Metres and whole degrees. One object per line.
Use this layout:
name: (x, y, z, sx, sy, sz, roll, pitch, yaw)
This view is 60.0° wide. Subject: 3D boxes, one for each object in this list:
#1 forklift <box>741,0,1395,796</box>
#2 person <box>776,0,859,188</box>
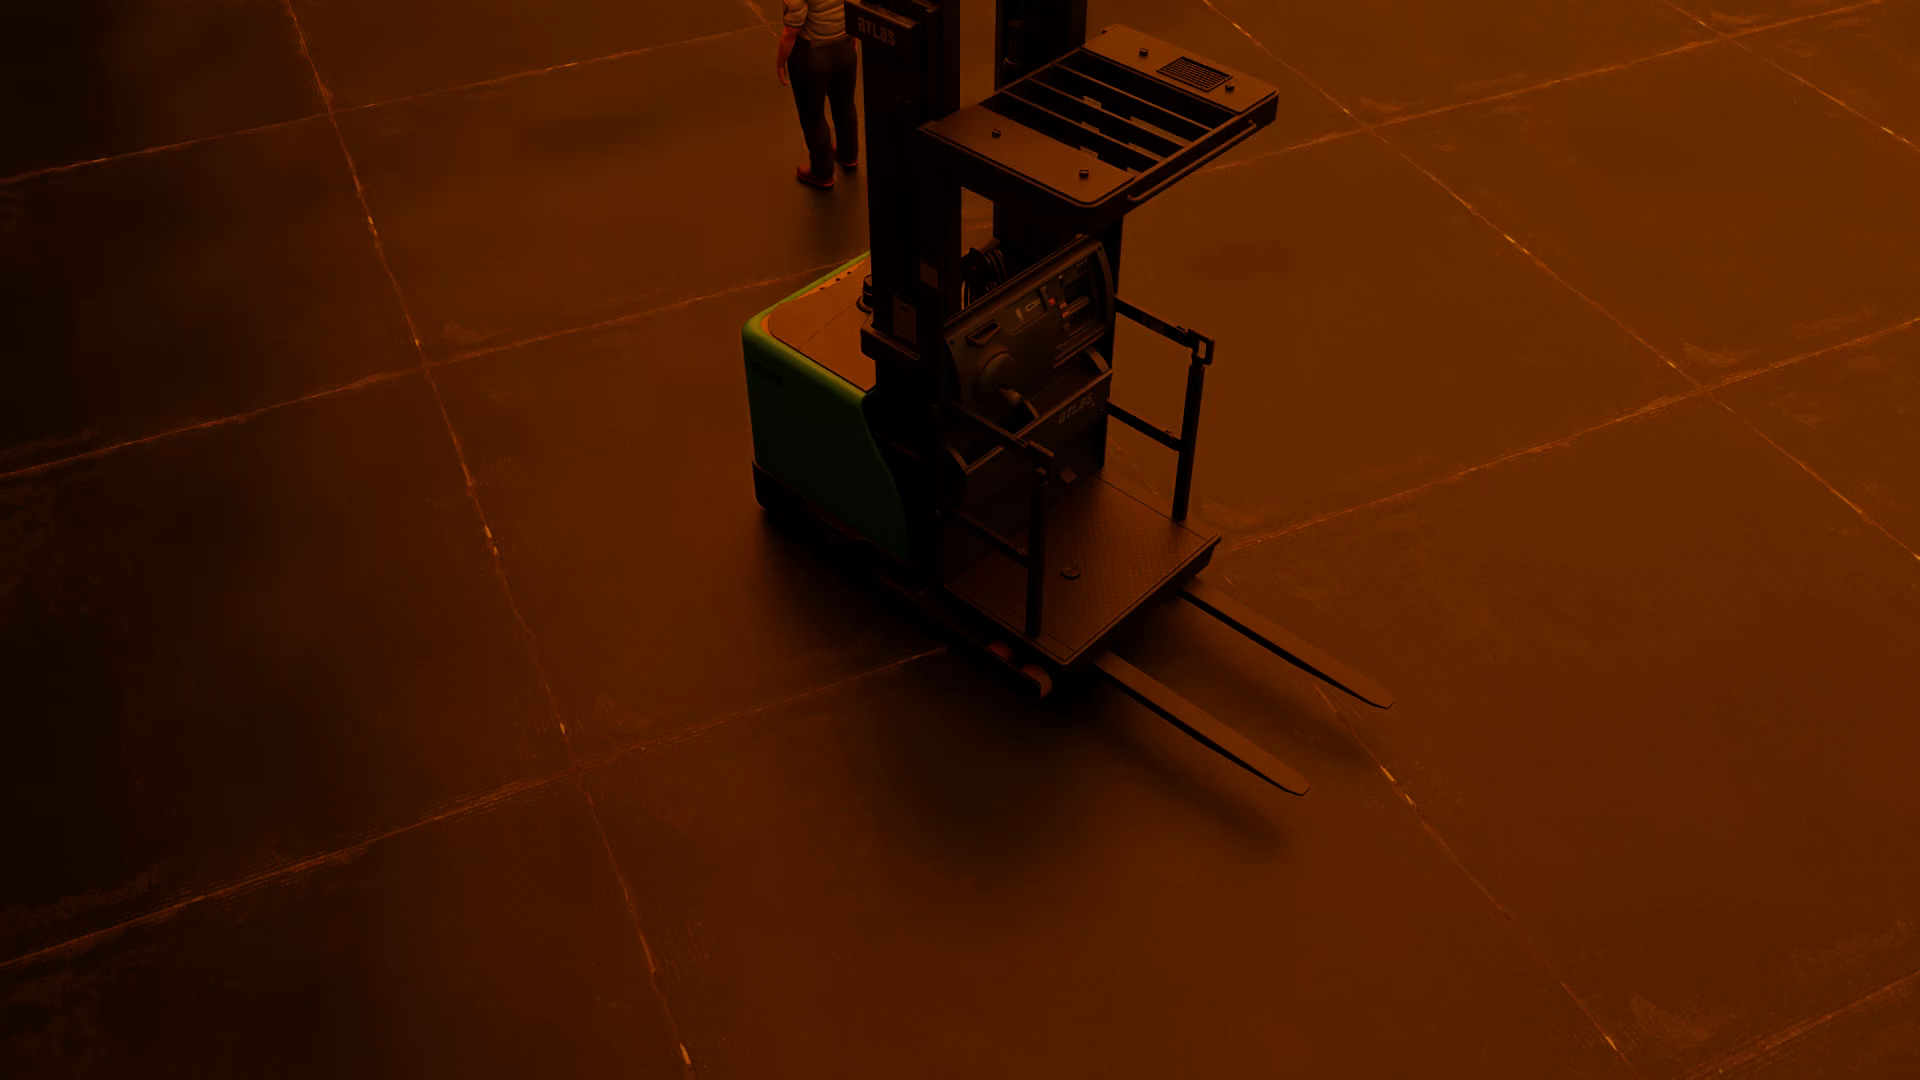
forklift: (0.445, -0.788, 6.525, 3.031, 2.935, 1.130, 32, 52, 30)
person: (-0.839, -2.832, 9.654, 0.598, 1.638, 0.502, -27, 49, -26)
